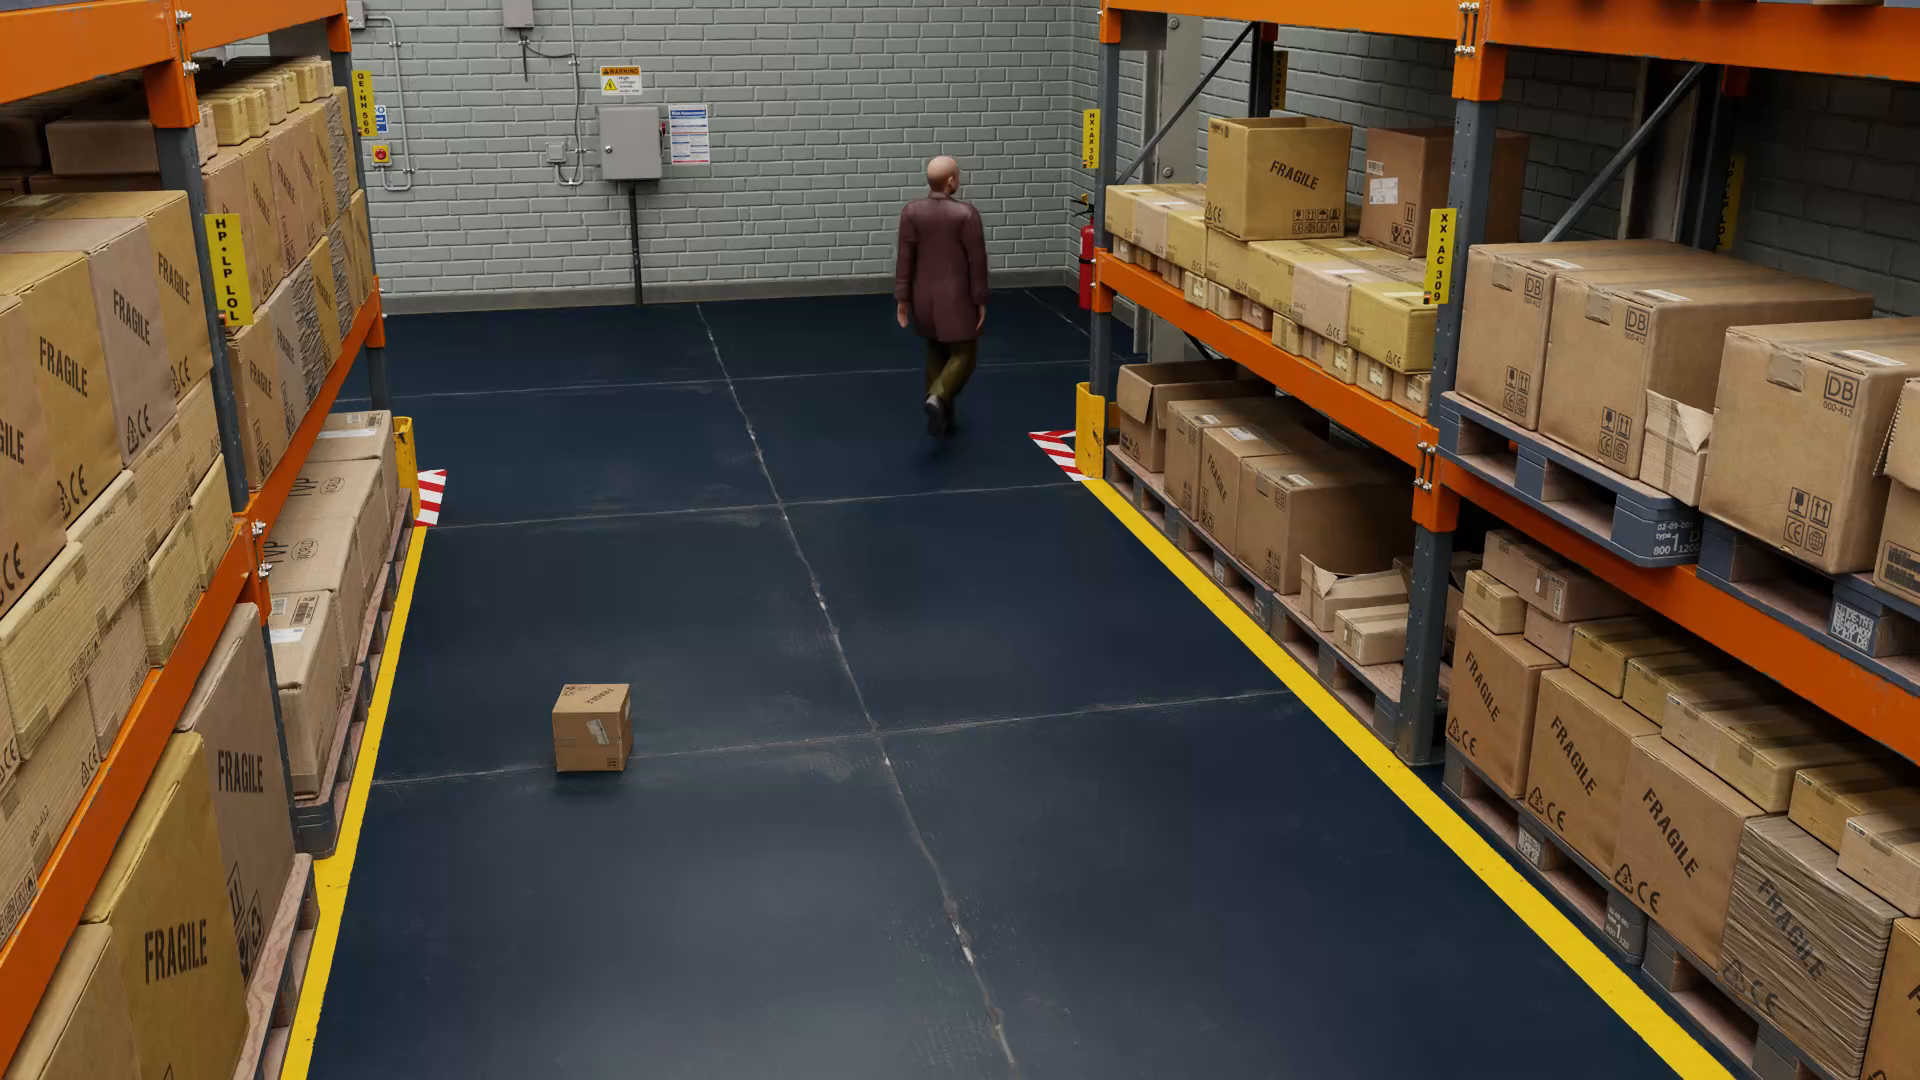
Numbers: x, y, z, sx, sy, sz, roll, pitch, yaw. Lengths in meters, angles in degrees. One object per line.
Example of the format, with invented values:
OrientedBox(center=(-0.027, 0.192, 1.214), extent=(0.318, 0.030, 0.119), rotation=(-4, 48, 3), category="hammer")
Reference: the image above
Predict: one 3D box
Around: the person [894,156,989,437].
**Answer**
OrientedBox(center=(-0.113, -1.488, 10.301), extent=(0.615, 1.752, 0.843), rotation=(8, 21, 21), category="person")
